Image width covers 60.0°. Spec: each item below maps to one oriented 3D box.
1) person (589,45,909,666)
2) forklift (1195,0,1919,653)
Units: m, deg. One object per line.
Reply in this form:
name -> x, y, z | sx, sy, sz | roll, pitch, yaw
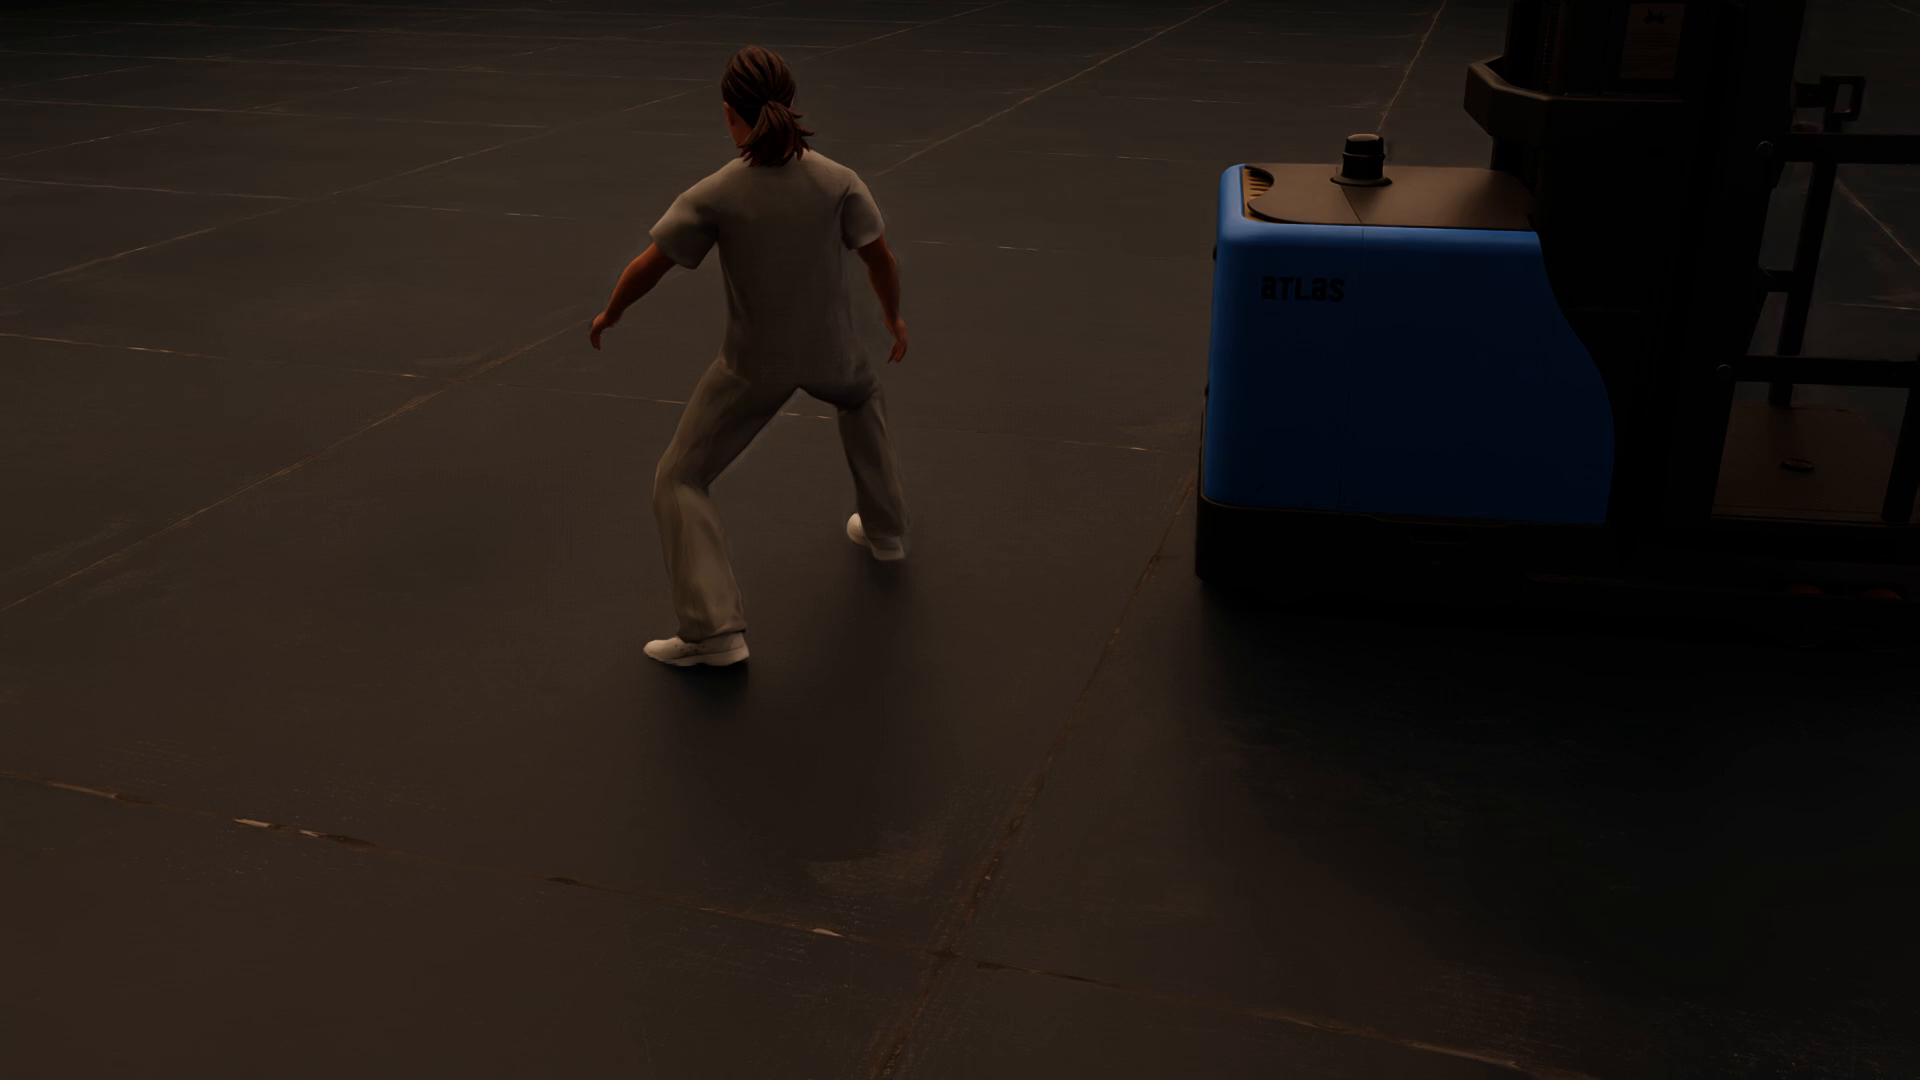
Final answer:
person -> -0.511, -0.502, 4.377 | 0.870, 1.551, 0.700 | -7, 23, -17
forklift -> 2.227, -1.274, 4.365 | 3.031, 2.935, 1.130 | 3, 23, 8
